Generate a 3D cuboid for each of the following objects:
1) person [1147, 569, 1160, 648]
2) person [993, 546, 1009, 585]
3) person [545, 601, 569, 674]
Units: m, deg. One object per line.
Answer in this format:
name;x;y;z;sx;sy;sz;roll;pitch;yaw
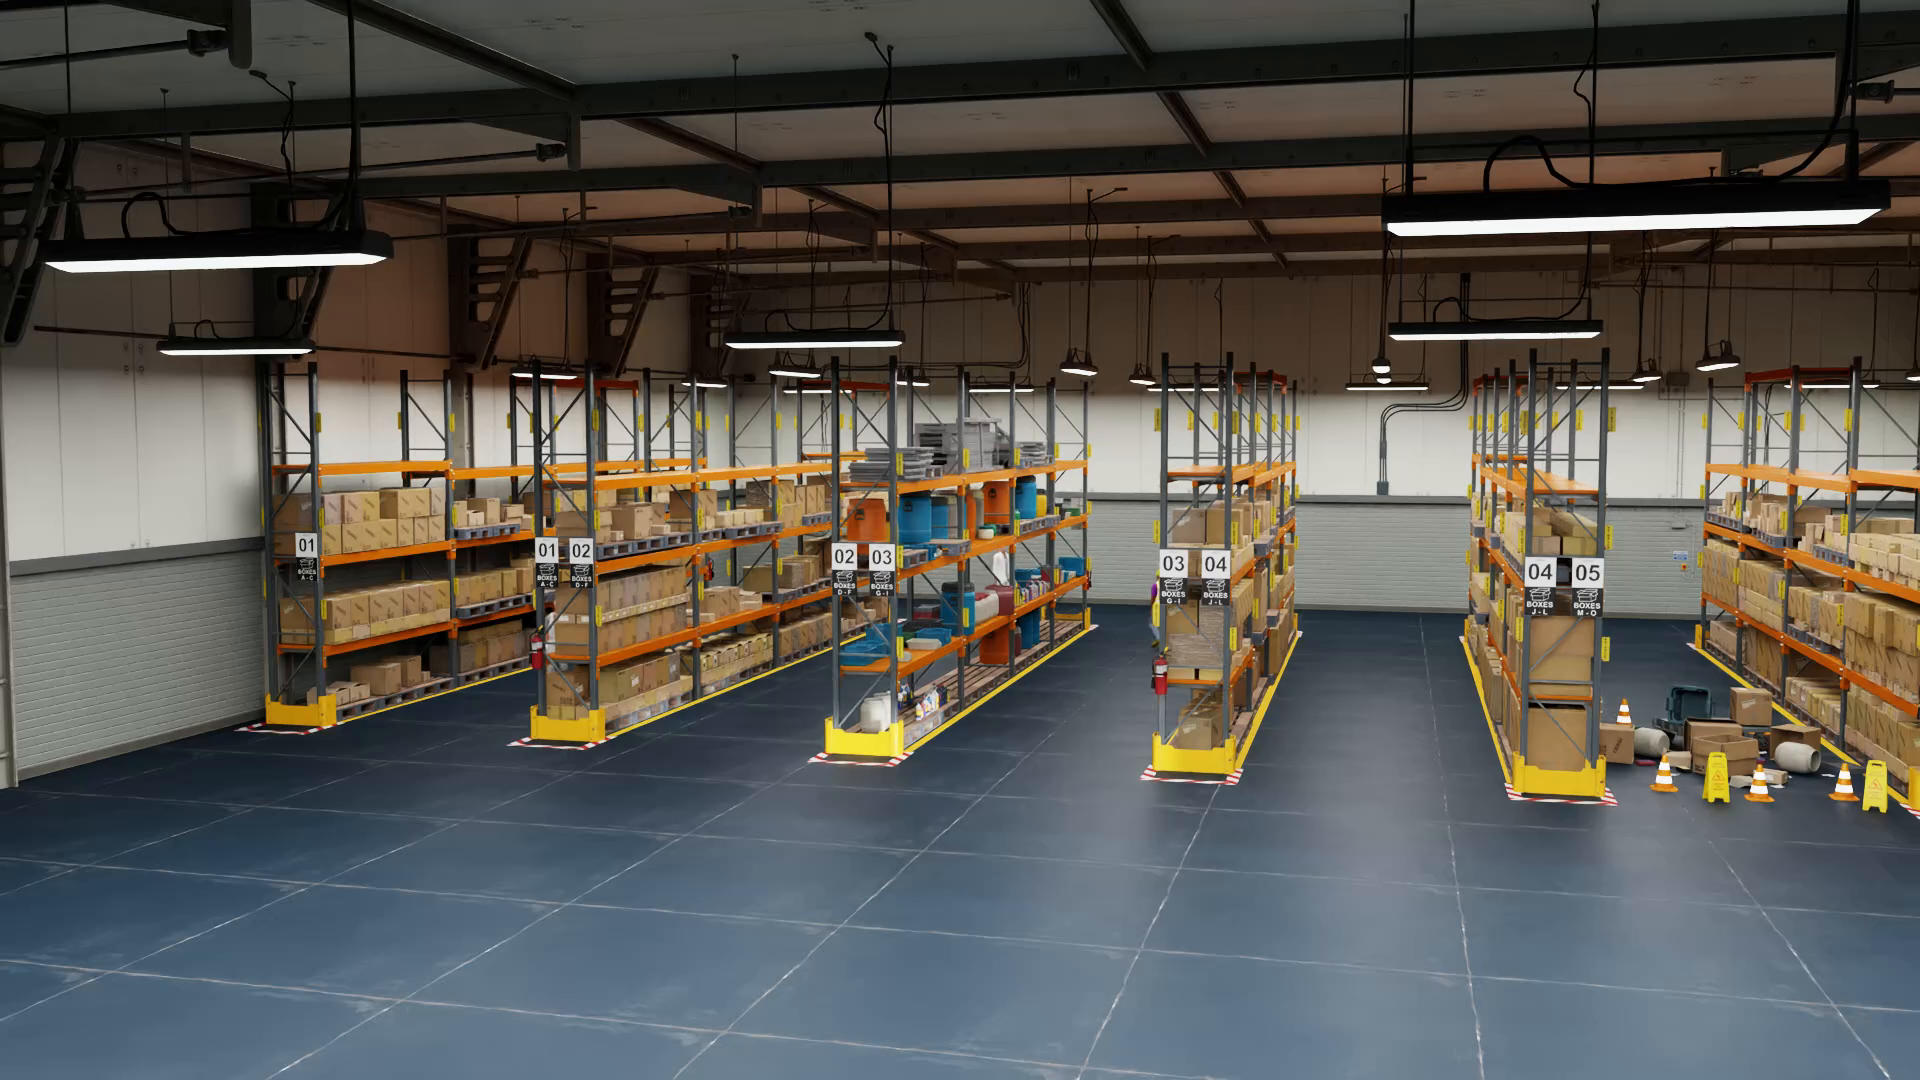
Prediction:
person;4.465;1.528;36.869;0.616;1.766;0.467;-2;4;-27
person;1.117;0.962;44.670;0.728;1.760;0.565;3;5;37
person;-7.391;1.975;30.602;0.551;1.793;0.710;-1;4;-7
